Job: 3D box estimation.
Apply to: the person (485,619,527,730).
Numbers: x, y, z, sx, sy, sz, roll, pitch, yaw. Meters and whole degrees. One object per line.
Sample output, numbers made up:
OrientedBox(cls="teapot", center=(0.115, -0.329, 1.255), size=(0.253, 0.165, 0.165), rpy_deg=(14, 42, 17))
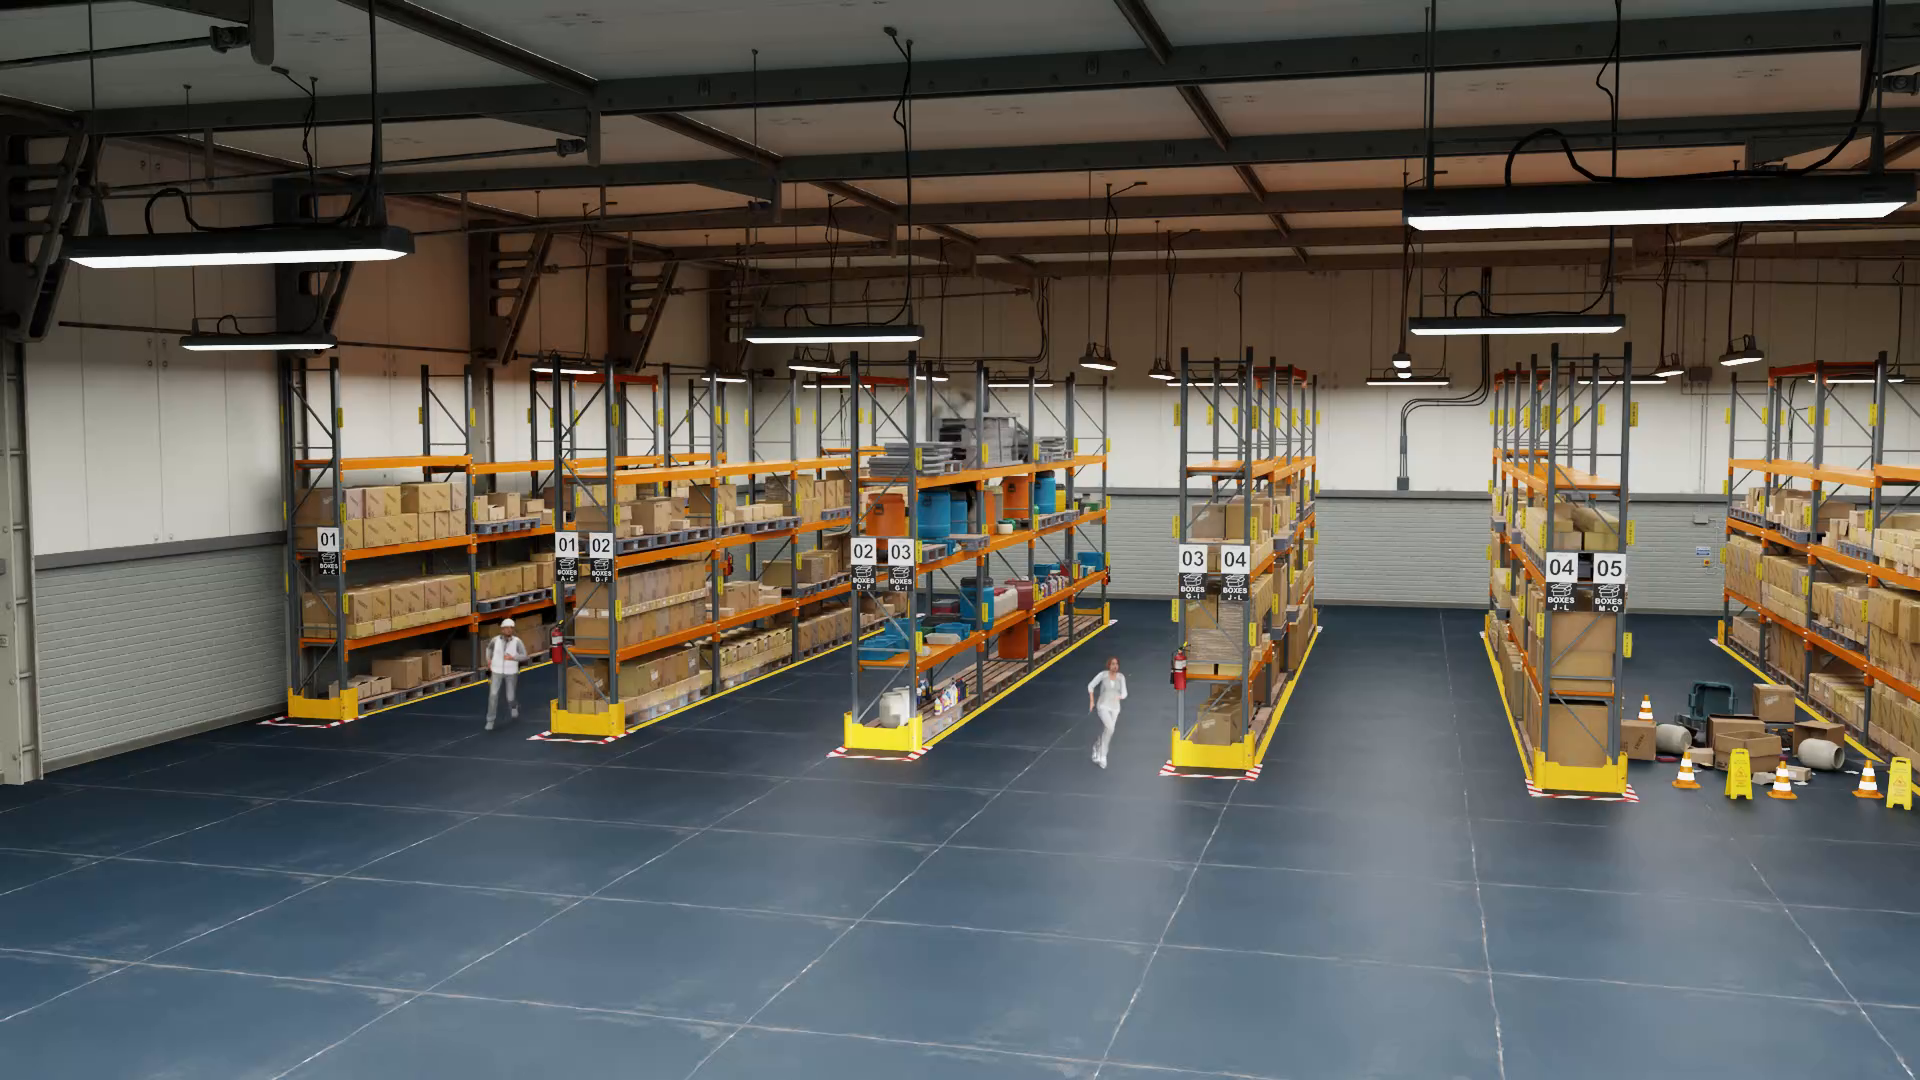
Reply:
OrientedBox(cls="person", center=(-7.440, 2.161, 27.086), size=(0.582, 1.762, 0.902), rpy_deg=(-1, 4, -10))

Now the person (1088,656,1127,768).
OrientedBox(cls="person", center=(2.144, 2.453, 23.901), size=(0.498, 1.562, 0.657), rpy_deg=(-1, 4, -17))
